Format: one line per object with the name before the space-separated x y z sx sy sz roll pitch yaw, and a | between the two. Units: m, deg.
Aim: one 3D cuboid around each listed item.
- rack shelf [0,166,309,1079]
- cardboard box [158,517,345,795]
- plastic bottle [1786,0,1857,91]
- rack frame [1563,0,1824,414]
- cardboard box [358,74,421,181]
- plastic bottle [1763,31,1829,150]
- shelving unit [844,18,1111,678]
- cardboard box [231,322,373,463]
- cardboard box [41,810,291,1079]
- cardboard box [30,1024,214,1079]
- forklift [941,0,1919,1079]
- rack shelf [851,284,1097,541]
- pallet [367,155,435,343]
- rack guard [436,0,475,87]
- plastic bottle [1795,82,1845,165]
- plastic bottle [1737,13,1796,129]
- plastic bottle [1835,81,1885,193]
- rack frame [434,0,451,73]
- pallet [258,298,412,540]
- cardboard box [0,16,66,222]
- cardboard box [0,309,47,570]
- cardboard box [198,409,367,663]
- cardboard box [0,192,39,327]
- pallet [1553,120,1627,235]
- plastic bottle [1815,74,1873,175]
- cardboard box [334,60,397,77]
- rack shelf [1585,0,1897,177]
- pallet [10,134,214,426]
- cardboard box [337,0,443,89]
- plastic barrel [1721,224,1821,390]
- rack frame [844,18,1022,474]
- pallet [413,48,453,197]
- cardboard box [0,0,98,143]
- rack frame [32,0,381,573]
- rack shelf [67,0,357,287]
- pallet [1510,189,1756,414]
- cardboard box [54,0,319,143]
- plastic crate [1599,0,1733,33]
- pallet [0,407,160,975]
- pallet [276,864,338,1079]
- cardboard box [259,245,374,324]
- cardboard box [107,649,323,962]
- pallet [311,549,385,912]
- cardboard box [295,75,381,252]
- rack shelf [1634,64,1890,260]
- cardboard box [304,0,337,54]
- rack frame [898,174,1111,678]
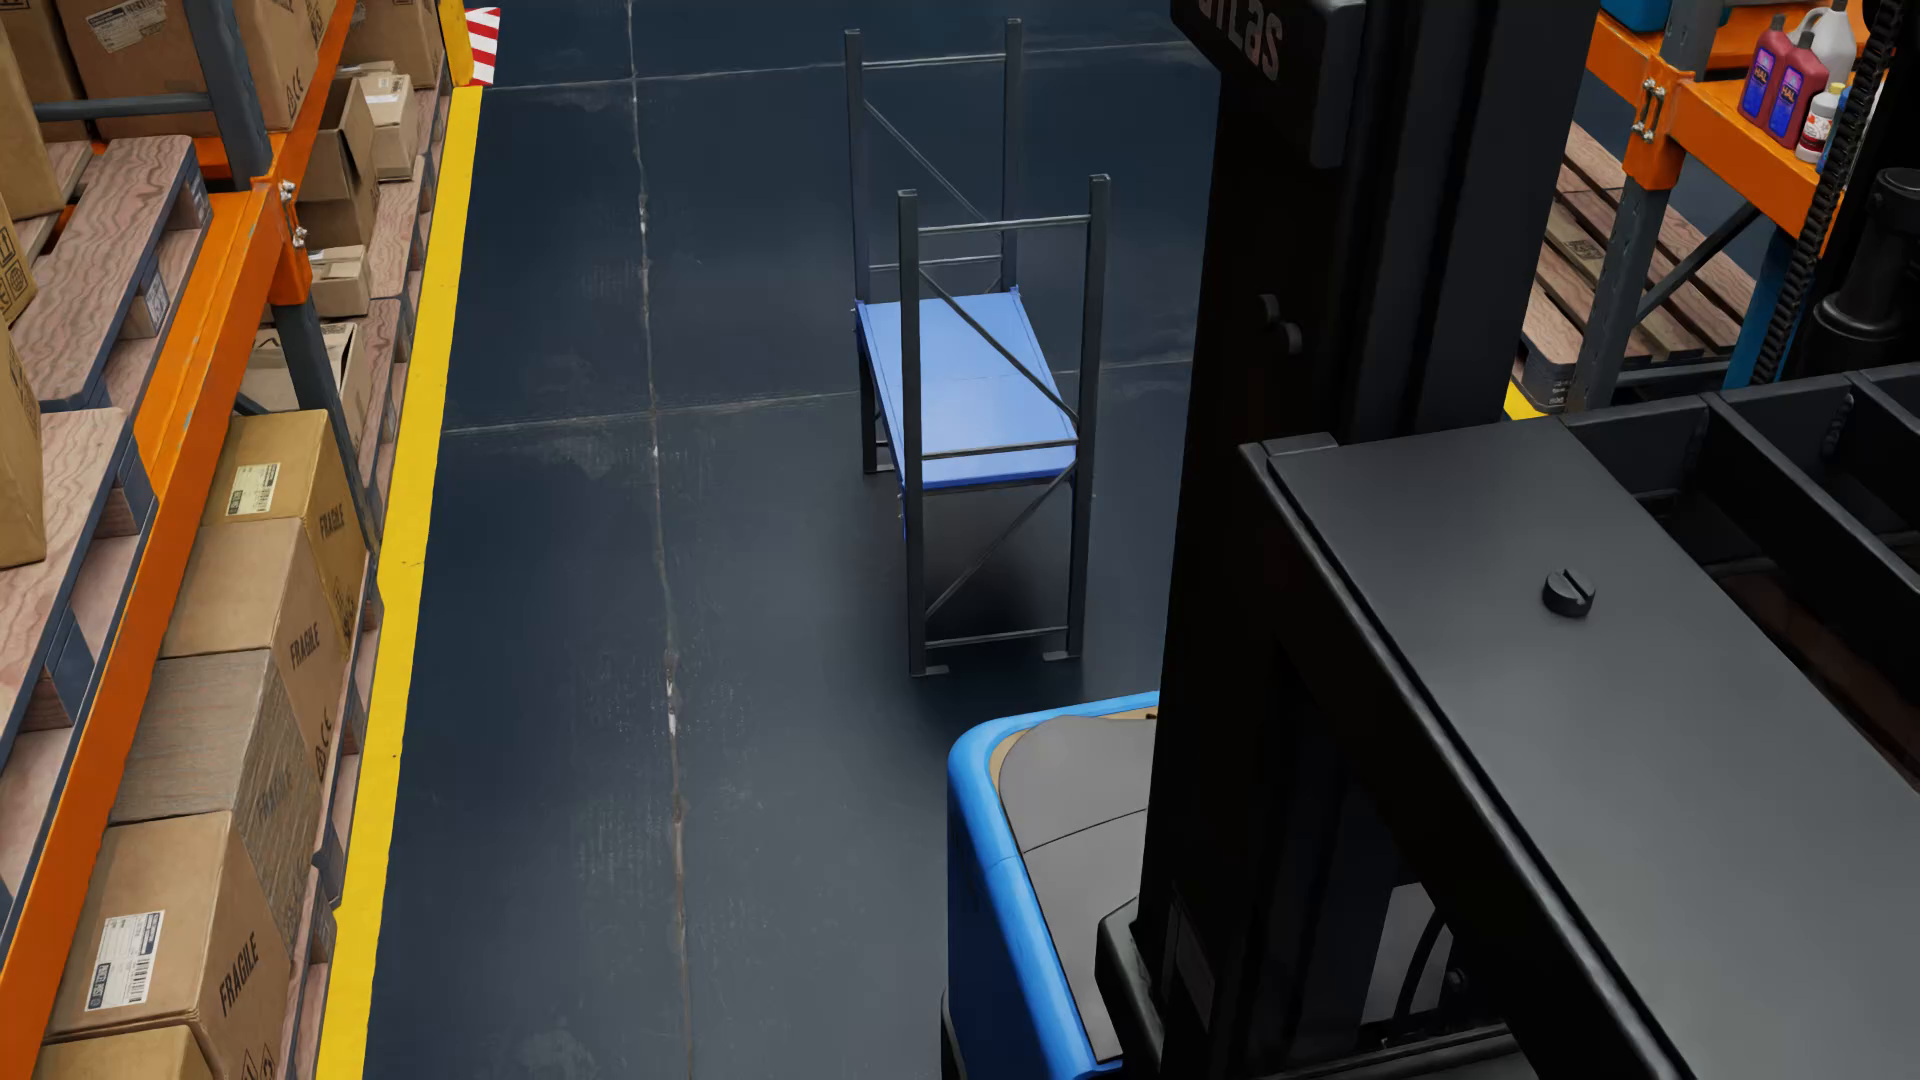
rack shelf | -1.947 0.424 2.846 1.077 0.370 4.000 -6 38 -8
cardboard box | -1.851 0.312 4.082 0.500 0.500 0.500 -6 38 -8
plastic bottle | 2.329 -1.307 4.528 0.144 0.351 0.185 -6 38 -8
rack frame | 2.579 -1.599 4.863 1.000 3.000 0.127 -6 38 -8
cardboard box | -2.525 -1.693 6.867 0.500 0.250 0.500 -6 38 -8
plastic bottle | 2.247 -1.205 4.451 0.061 0.283 0.133 -6 38 -8
shelving unit | 0.015 -0.541 4.724 0.538 1.500 1.048 -6 38 -8
cardboard box | -2.159 -0.457 5.226 0.500 0.311 0.500 -6 38 -8
cardboard box | -1.672 0.922 3.297 0.500 0.500 0.500 -7 38 -9
cardboard box | -1.576 1.237 2.892 0.500 0.500 0.500 -7 38 -9
forklift | 0.814 0.838 1.782 1.130 2.935 3.031 -9 39 -11
rack shelf | 0.015 -0.399 4.834 0.538 0.185 1.000 -6 38 -8
pallet | -2.635 -1.120 6.520 1.003 0.211 1.213 -6 38 -8
rack guard | -2.986 -2.451 7.997 1.175 0.500 0.348 -6 38 -8
plastic bottle | 2.285 -1.104 4.389 0.097 0.201 0.097 0 38 0
plastic bottle | 2.223 -1.285 4.554 0.061 0.283 0.133 -6 38 -8
plastic bottle | 2.349 -1.008 4.204 0.152 0.276 0.135 -6 38 -8
rack frame | -2.999 -3.484 7.290 1.000 3.000 0.127 -6 38 -8
pallet | -2.418 -0.382 5.569 1.003 0.211 1.213 -6 38 -8
cardboard box | -2.435 -0.963 3.621 0.700 0.500 0.500 -19 42 -23
cardboard box | -1.928 -0.213 2.655 0.700 0.500 0.500 -16 41 -19
cardboard box | -1.929 0.013 4.468 0.500 0.500 0.500 -6 38 -8
cardboard box | -2.252 -0.555 3.095 0.700 0.500 0.500 -1 38 -1
pallet | 2.195 -1.676 7.235 1.003 0.211 1.213 -6 38 -8
plastic bottle | 2.302 -1.073 4.291 0.097 0.271 0.097 0 38 0
cardboard box | -2.679 -1.983 7.308 0.380 0.166 0.250 -6 38 -8
rack shelf | 2.229 -2.522 6.638 1.077 0.370 4.000 -6 38 -8
pallet | -2.265 -0.498 3.602 1.003 0.211 1.213 -6 38 -8
cardboard box | -2.662 -2.369 7.533 0.500 0.500 0.500 -6 38 -8
plastic barrel | 2.658 -0.605 4.952 0.600 0.901 0.708 -6 38 -8
rack frame | -0.074 -0.848 5.119 0.500 1.500 0.032 -6 38 -8
pallet | -2.845 -1.855 7.466 1.003 0.211 1.213 -6 38 -8
cardboard box | -2.638 -1.382 4.502 0.500 0.500 0.500 -6 38 -7
rack frame | -2.298 -1.068 4.180 1.000 3.000 0.127 -6 38 -8
rack shelf | -2.649 -1.992 5.955 1.077 0.370 4.000 -6 38 -8
pallet | 2.412 -0.937 6.284 1.003 0.211 1.213 -6 38 -8
cardboard box | -2.119 -1.445 4.583 0.500 0.500 0.500 -5 38 -7
plastic crate | 2.162 -1.861 5.165 0.392 0.384 0.575 -6 38 -8
pallet | -1.942 0.250 2.640 1.003 0.211 1.213 -6 38 -8
pallet | -1.901 1.259 3.458 1.003 0.211 1.213 -6 38 -8
cardboard box | -2.320 -0.921 5.941 0.380 0.166 0.250 -6 38 -8
cardboard box | -1.764 0.615 3.692 0.500 0.500 0.500 -6 38 -7
pallet | -2.118 0.520 4.408 1.003 0.211 1.213 -6 38 -8
cardboard box | -2.633 -1.390 6.271 0.797 0.503 0.637 -6 38 -8
rack shelf | 2.930 -0.106 3.528 1.077 0.370 4.000 -6 38 -8
cardboard box | -2.212 -1.754 4.981 0.500 0.500 0.500 -6 38 -7
rack frame | 0.104 -0.234 4.328 0.500 1.500 0.032 -6 38 -8
